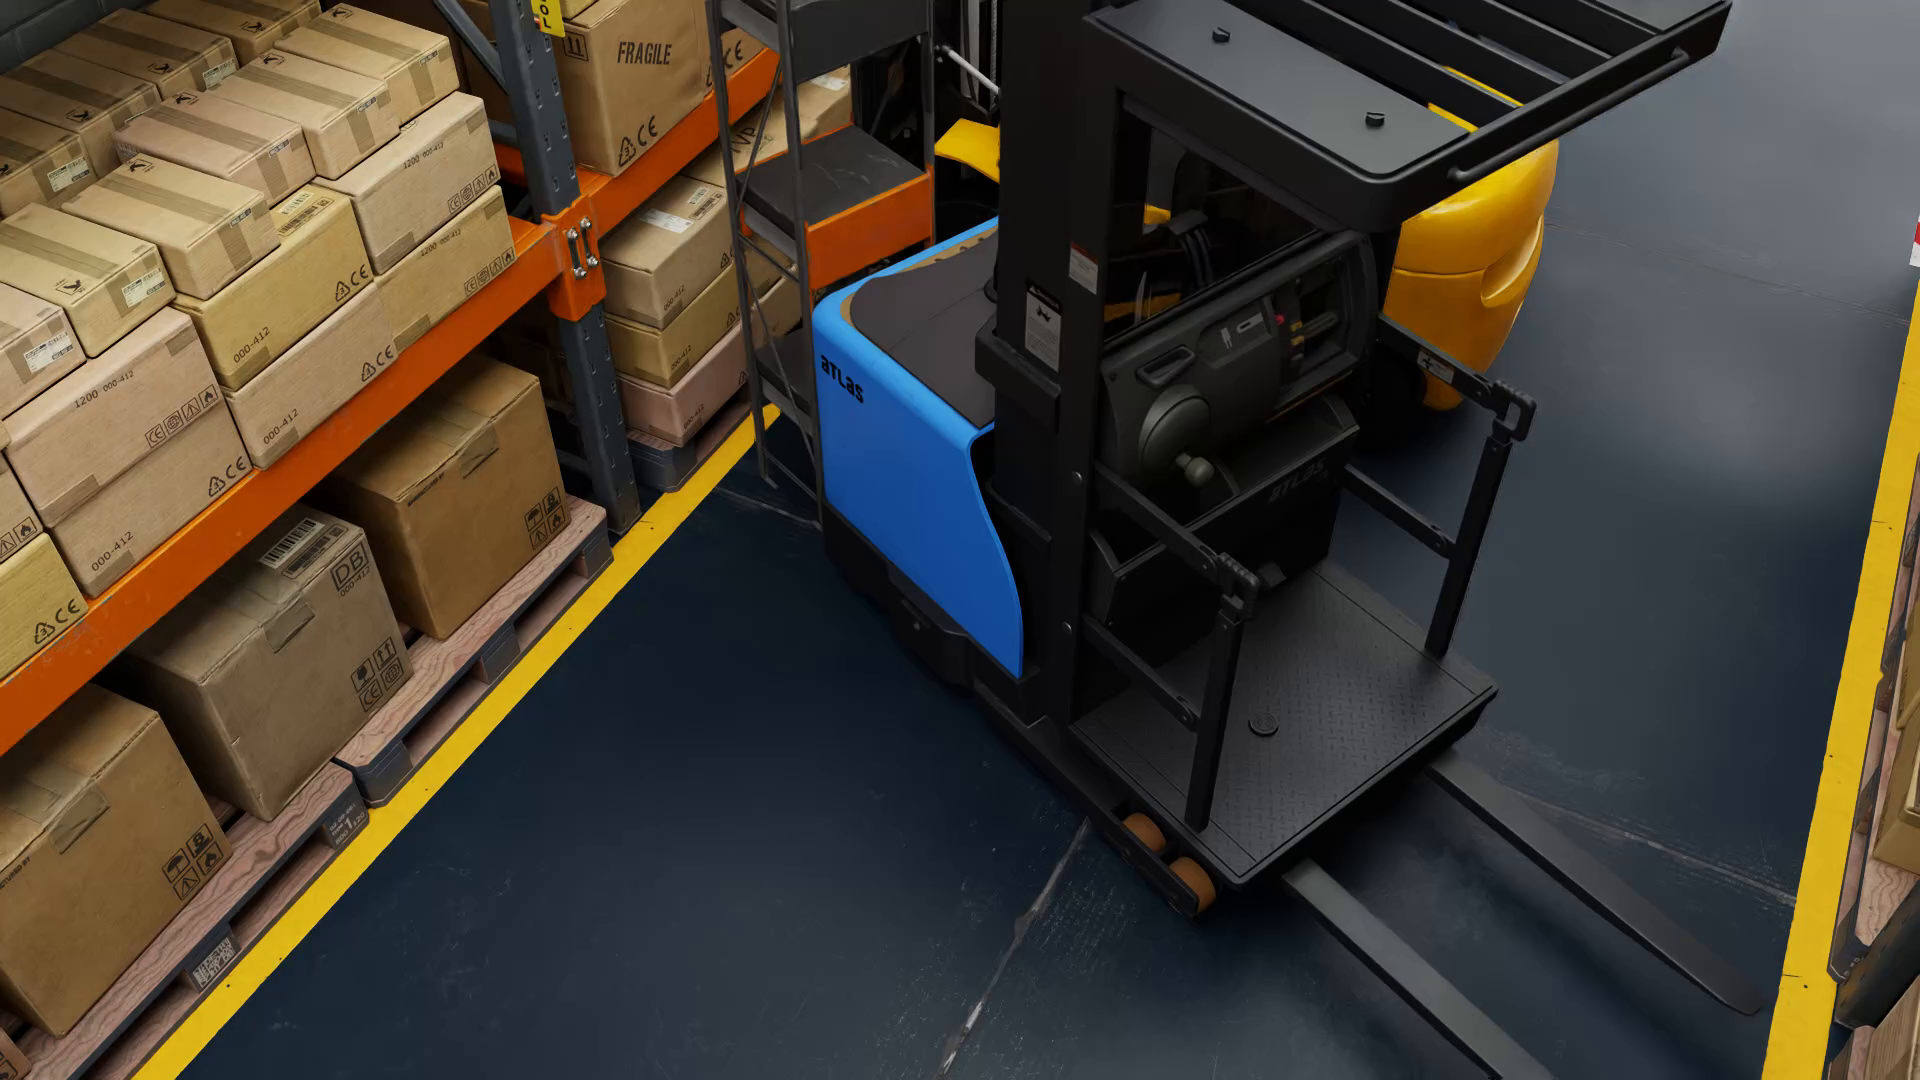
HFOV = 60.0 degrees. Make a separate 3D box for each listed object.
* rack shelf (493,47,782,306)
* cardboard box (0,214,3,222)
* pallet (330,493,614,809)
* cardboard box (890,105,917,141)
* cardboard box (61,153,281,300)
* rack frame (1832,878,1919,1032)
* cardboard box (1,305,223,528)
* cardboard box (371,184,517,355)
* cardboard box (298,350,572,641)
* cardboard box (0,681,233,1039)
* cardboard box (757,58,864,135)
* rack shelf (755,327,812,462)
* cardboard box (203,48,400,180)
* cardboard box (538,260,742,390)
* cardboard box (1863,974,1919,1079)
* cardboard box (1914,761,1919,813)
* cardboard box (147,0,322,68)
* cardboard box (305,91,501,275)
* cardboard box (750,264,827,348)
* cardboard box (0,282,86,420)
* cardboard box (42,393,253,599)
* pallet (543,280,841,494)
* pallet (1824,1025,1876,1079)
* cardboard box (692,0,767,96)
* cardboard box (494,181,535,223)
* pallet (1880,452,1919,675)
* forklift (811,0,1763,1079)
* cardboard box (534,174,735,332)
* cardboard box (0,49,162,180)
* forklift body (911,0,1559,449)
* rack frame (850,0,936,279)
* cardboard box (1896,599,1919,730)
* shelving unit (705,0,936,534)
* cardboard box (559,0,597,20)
[{"bbox_3d":[-0.655,-2.273,6.393,1.077,0.370,4.000,20,49,19],"label":"rack shelf"},{"bbox_3d":[-2.463,-0.753,3.859,0.380,0.149,0.250,20,49,19],"label":"cardboard box"},{"bbox_3d":[-1.891,0.192,5.412,1.003,0.211,1.213,20,49,19],"label":"pallet"},{"bbox_3d":[-0.375,-1.774,6.681,0.500,0.250,0.500,20,49,19],"label":"cardboard box"},{"bbox_3d":[-1.814,-0.725,3.832,0.380,0.149,0.250,19,48,18],"label":"cardboard box"},{"bbox_3d":[2.815,0.371,3.275,1.000,3.000,0.127,20,49,19],"label":"rack frame"},{"bbox_3d":[-2.060,-0.348,3.739,0.500,0.250,0.500,21,49,20],"label":"cardboard box"},{"bbox_3d":[-1.586,-0.809,4.546,0.500,0.250,0.500,22,49,20],"label":"cardboard box"},{"bbox_3d":[-1.816,-0.246,5.259,0.875,0.625,0.625,23,50,21],"label":"cardboard box"},{"bbox_3d":[-2.530,0.714,4.309,0.875,0.625,0.625,19,48,17],"label":"cardboard box"},{"bbox_3d":[-0.614,-1.635,6.192,0.500,0.250,0.500,22,49,20],"label":"cardboard box"},{"bbox_3d":[-0.397,-0.469,5.741,0.480,0.518,0.431,-30,53,-27],"label":"rack shelf"},{"bbox_3d":[-1.649,-1.072,4.174,0.380,0.149,0.250,20,49,18],"label":"cardboard box"},{"bbox_3d":[-1.086,-0.825,5.743,0.500,0.250,0.500,20,49,19],"label":"cardboard box"},{"bbox_3d":[2.573,1.478,3.732,0.950,0.372,0.625,21,49,20],"label":"cardboard box"},{"bbox_3d":[2.852,0.465,4.292,0.500,0.500,0.500,20,49,19],"label":"cardboard box"},{"bbox_3d":[-1.937,-1.378,4.477,0.380,0.149,0.250,19,48,18],"label":"cardboard box"},{"bbox_3d":[-1.585,-0.995,4.378,0.500,0.250,0.500,19,48,18],"label":"cardboard box"},{"bbox_3d":[-0.844,-0.967,6.235,0.500,0.250,0.500,19,48,18],"label":"cardboard box"},{"bbox_3d":[-2.112,-0.426,3.535,0.380,0.149,0.250,21,49,19],"label":"cardboard box"},{"bbox_3d":[-2.072,-0.188,3.932,0.500,0.250,0.500,21,49,19],"label":"cardboard box"},{"bbox_3d":[-1.177,-0.773,6.365,1.003,0.211,1.213,20,49,19],"label":"pallet"},{"bbox_3d":[2.455,1.842,3.781,1.003,0.211,1.213,20,49,19],"label":"pallet"},{"bbox_3d":[-0.919,-1.828,5.377,0.500,0.500,0.500,21,49,20],"label":"cardboard box"},{"bbox_3d":[-1.526,-1.172,5.734,0.500,0.250,0.500,21,49,20],"label":"cardboard box"},{"bbox_3d":[3.660,0.145,5.458,1.003,0.211,1.213,20,49,19],"label":"pallet"},{"bbox_3d":[0.854,-0.377,4.062,1.130,2.935,3.031,-30,52,-26],"label":"forklift"},{"bbox_3d":[-1.081,-0.999,5.564,0.500,0.250,0.500,20,49,18],"label":"cardboard box"},{"bbox_3d":[-2.224,-1.069,4.172,0.380,0.149,0.250,20,49,19],"label":"cardboard box"},{"bbox_3d":[1.009,-1.690,5.908,2.313,2.155,1.214,20,49,19],"label":"forklift body"},{"bbox_3d":[-0.209,-1.081,5.342,0.015,2.100,0.400,-30,53,-27],"label":"rack frame"},{"bbox_3d":[3.089,0.390,4.894,0.500,0.250,0.500,19,48,18],"label":"cardboard box"},{"bbox_3d":[-0.397,-0.971,5.233,0.503,2.100,0.431,-30,53,-27],"label":"shelving unit"},{"bbox_3d":[-1.203,-1.643,4.738,0.380,0.149,0.250,20,49,18],"label":"cardboard box"}]
